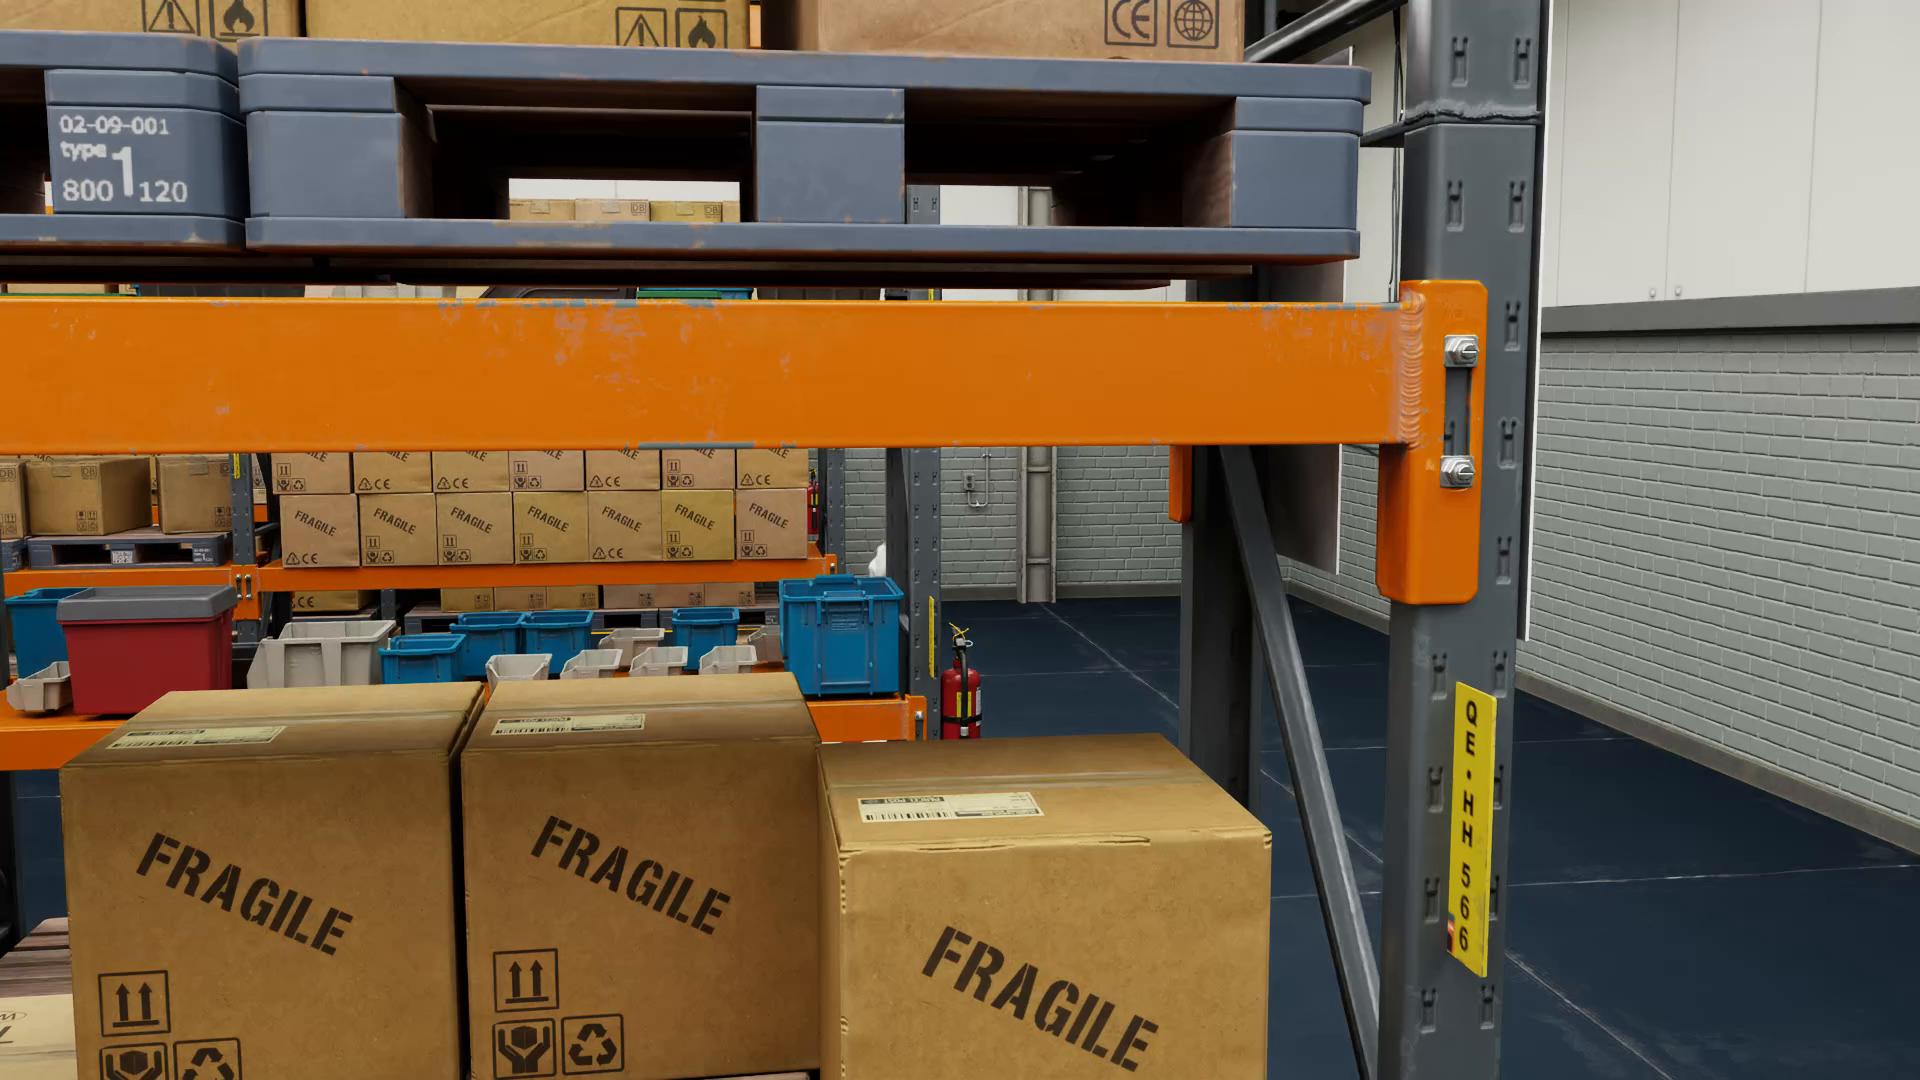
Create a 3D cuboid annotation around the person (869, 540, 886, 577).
[{"bbox_3d":[-0.627,0.440,16.516,0.541,0.932,0.981,2,7,16],"label":"person"}]
